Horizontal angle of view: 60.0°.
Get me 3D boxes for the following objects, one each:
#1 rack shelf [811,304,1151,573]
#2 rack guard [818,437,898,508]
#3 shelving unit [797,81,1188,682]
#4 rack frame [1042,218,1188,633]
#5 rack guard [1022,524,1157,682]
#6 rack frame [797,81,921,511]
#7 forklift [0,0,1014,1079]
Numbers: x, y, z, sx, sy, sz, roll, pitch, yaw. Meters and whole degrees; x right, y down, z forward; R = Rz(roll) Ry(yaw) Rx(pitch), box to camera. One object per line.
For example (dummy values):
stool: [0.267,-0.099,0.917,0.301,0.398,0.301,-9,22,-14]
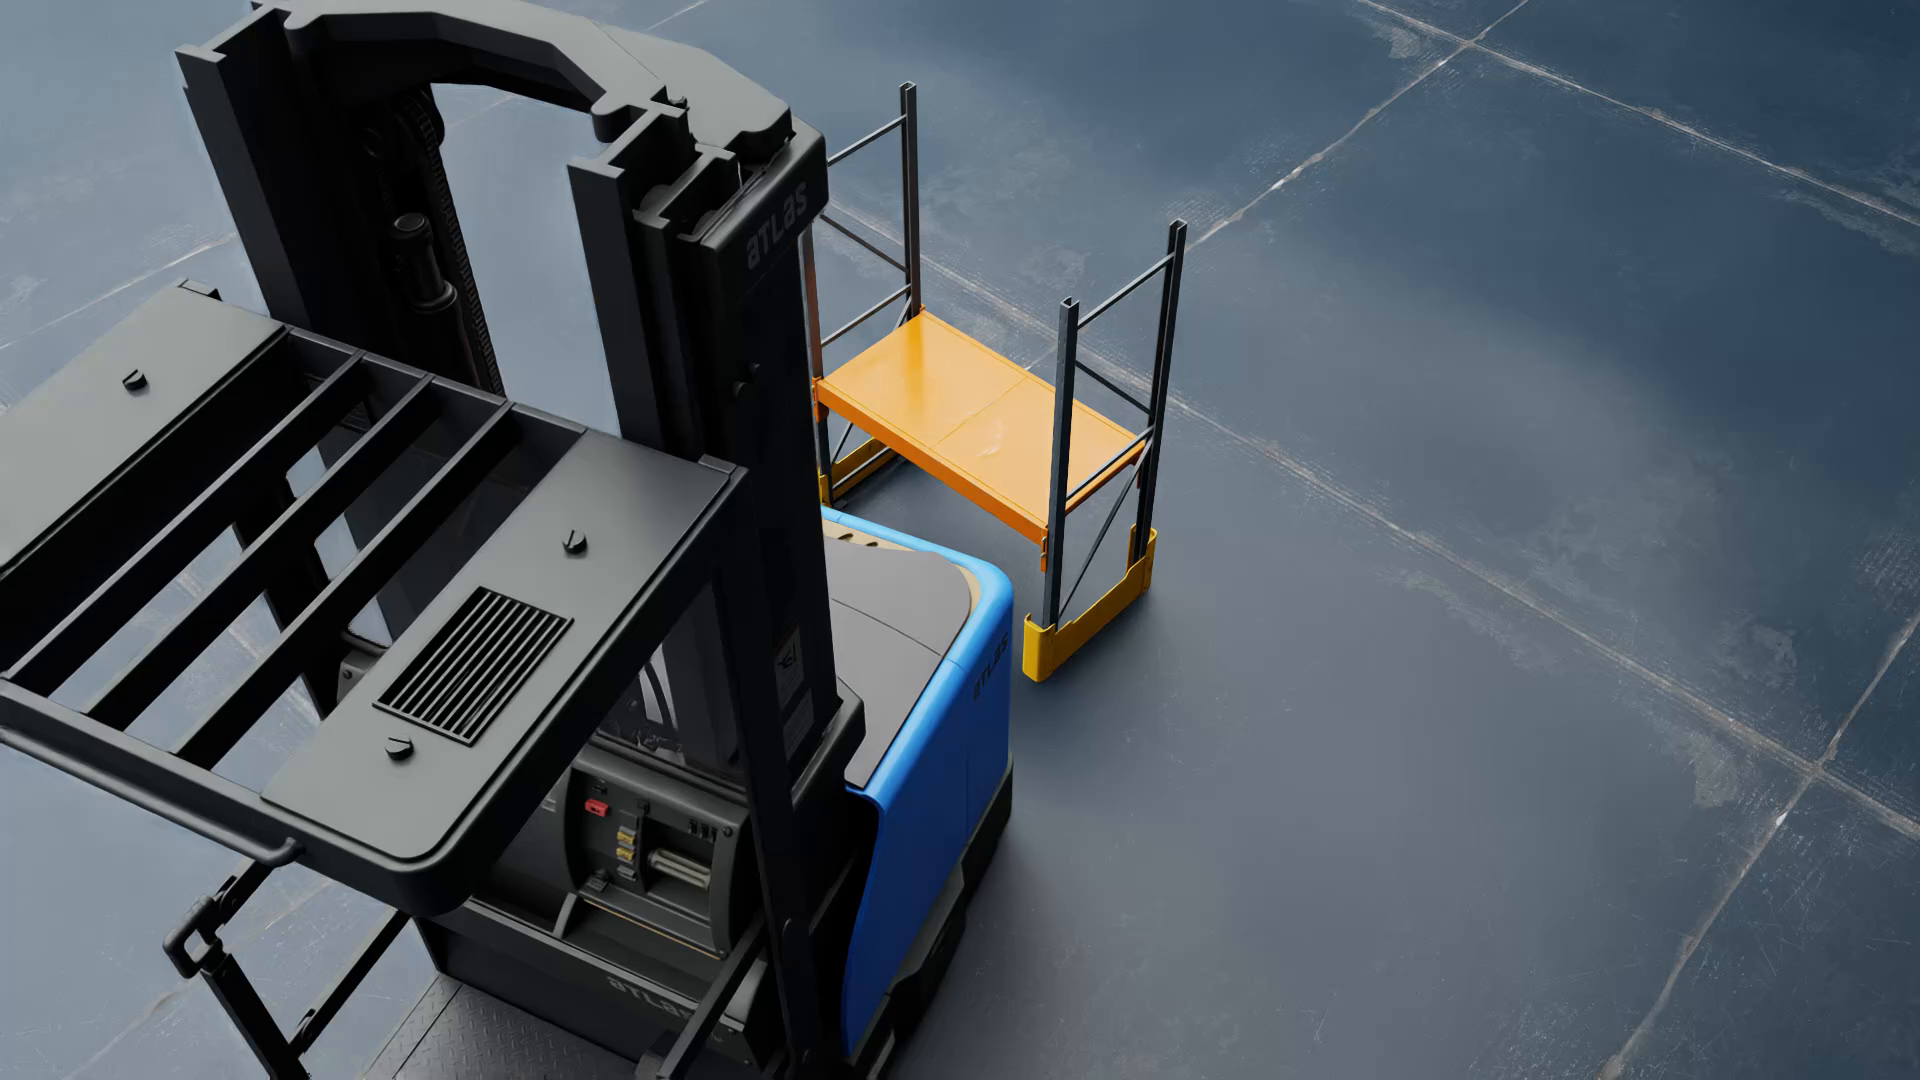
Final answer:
rack shelf: [0.063,-0.348,5.295,1.000,0.185,0.538,34,55,28]
rack guard: [-0.310,-0.294,5.855,0.087,0.250,0.587,34,55,28]
shelving unit: [0.056,-0.476,5.168,1.083,1.500,0.587,34,55,28]
rack frame: [0.436,-0.220,4.928,0.032,1.500,0.500,34,55,28]
rack guard: [0.422,0.198,5.392,0.087,0.250,0.587,34,55,28]
rack frame: [-0.311,-0.723,5.400,0.032,1.500,0.500,34,55,28]
forklift: [-0.928,0.635,3.144,1.130,2.935,3.031,19,50,17]
